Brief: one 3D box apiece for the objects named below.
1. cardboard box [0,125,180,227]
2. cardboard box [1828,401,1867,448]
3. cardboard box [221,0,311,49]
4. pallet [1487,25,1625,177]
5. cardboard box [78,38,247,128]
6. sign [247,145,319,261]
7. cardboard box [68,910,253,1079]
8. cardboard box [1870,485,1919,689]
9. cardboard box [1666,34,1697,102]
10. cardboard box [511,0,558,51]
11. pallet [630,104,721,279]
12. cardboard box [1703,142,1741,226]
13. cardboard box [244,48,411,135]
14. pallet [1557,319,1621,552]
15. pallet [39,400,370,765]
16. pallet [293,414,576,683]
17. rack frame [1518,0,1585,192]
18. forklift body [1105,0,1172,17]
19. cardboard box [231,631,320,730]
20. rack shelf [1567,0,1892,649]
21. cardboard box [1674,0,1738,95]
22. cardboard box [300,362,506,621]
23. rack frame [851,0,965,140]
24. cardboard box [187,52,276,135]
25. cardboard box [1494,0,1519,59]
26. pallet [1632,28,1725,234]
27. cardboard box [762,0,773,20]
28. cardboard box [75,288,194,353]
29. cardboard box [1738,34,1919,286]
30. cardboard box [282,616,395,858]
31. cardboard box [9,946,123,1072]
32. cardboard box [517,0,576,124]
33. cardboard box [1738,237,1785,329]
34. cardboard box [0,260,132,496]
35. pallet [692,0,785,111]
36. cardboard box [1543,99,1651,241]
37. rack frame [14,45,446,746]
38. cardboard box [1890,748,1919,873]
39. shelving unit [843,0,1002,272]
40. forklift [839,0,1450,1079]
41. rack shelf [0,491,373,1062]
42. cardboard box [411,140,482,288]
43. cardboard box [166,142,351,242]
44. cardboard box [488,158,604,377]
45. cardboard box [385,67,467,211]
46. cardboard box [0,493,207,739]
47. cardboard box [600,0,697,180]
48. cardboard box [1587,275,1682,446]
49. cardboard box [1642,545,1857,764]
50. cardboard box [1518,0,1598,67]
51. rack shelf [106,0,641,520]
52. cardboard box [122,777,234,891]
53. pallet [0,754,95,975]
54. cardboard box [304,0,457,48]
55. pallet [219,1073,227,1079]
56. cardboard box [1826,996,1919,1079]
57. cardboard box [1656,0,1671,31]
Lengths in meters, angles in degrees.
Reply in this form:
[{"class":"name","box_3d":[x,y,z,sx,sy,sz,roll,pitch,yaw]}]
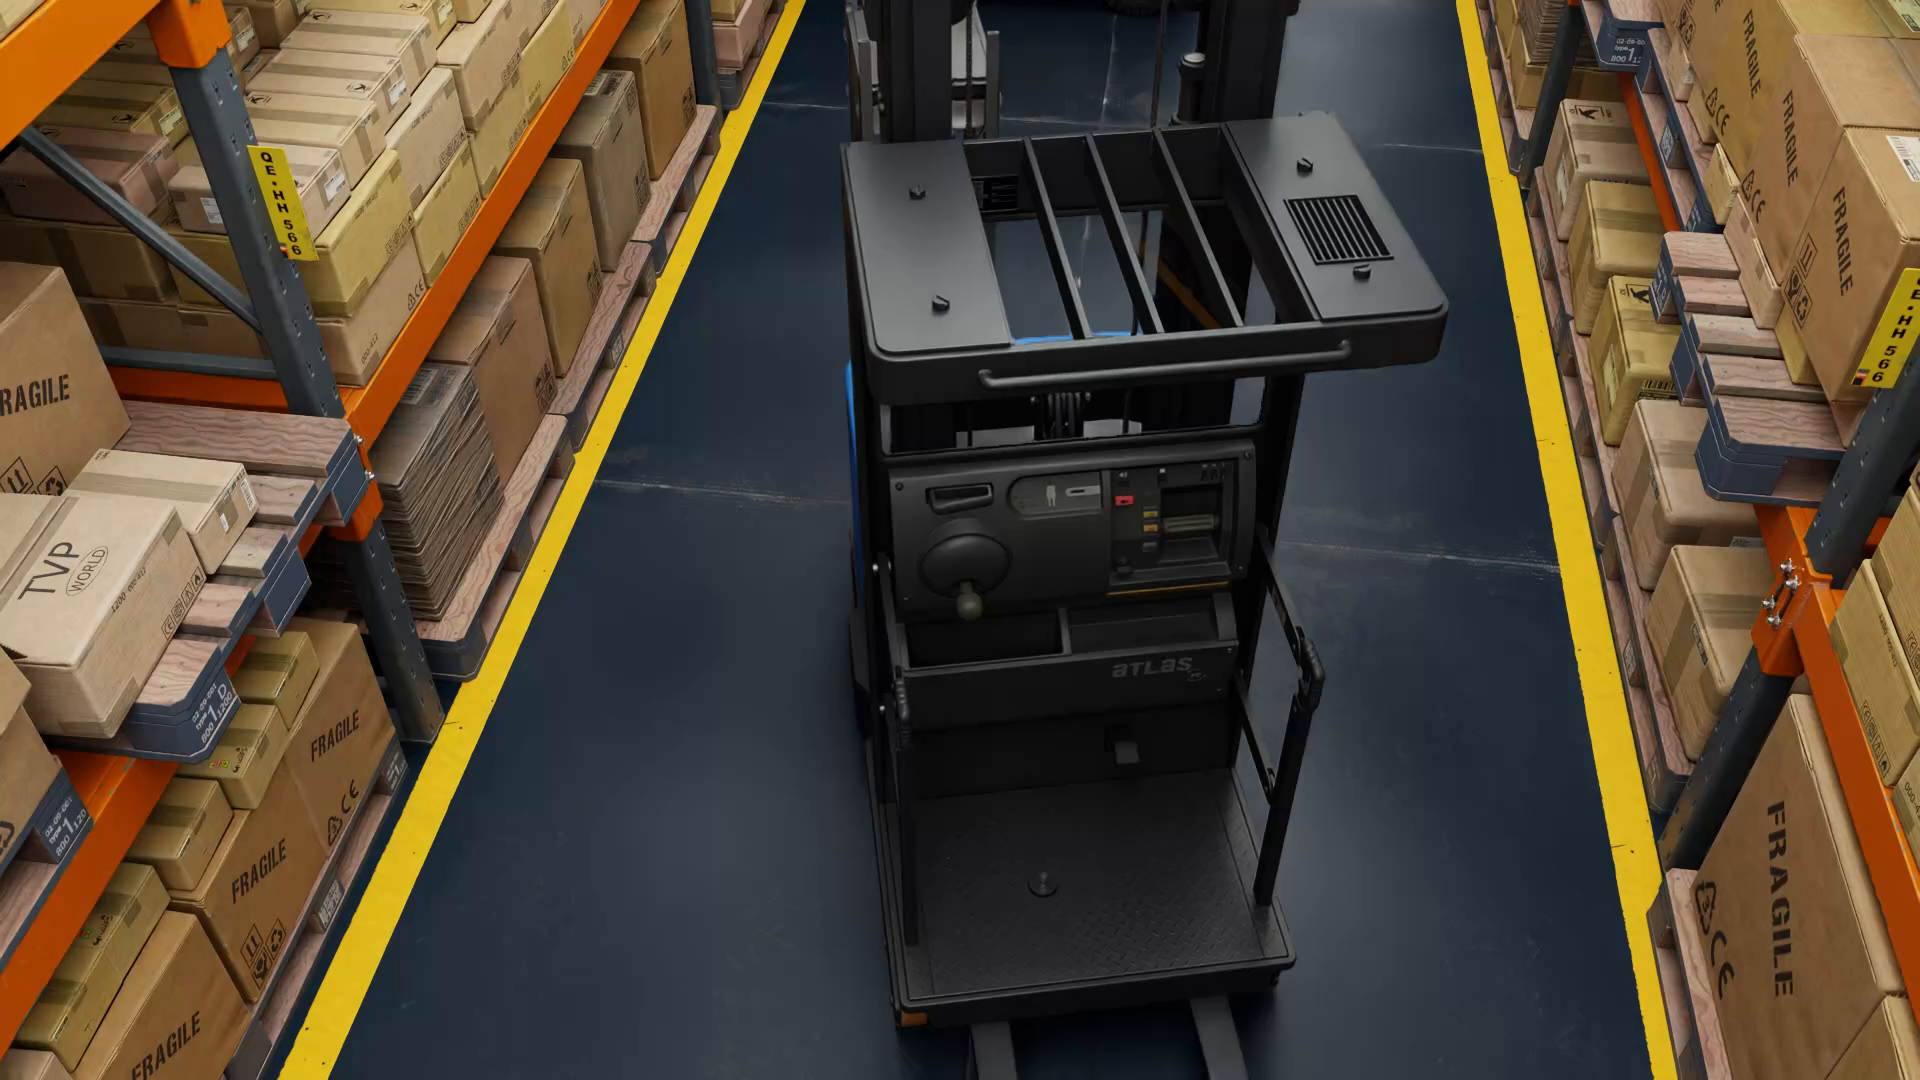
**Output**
[{"class":"cardboard box","box_3d":[-2.397,-1.004,4.585,0.380,0.149,0.250,7,44,7]},{"class":"cardboard box","box_3d":[2.491,-0.350,4.315,0.380,0.149,0.250,7,44,7]},{"class":"cardboard box","box_3d":[-2.303,-1.709,5.328,0.380,0.149,0.250,5,44,5]},{"class":"pallet","box_3d":[3.264,-2.218,8.439,1.003,0.211,1.213,5,44,6]},{"class":"cardboard box","box_3d":[-2.378,-1.364,4.964,0.380,0.149,0.250,5,44,5]},{"class":"sign","box_3d":[-1.700,-0.841,4.172,0.100,0.325,0.005,5,44,6]},{"class":"cardboard box","box_3d":[-2.225,1.267,4.242,0.500,0.500,0.500,7,44,7]},{"class":"cardboard box","box_3d":[2.370,0.152,3.653,0.500,0.250,0.500,5,44,5]},{"class":"cardboard box","box_3d":[2.624,-1.598,5.633,0.380,0.149,0.250,7,44,7]},{"class":"cardboard box","box_3d":[-1.741,-1.946,5.870,0.500,0.250,0.500,6,44,6]},{"class":"pallet","box_3d":[-1.769,-1.700,7.892,1.003,0.211,1.213,5,44,6]},{"class":"cardboard box","box_3d":[2.508,-1.075,5.081,0.380,0.149,0.250,6,44,6]},{"class":"cardboard box","box_3d":[-1.863,-1.314,4.912,0.380,0.149,0.250,6,44,7]},{"class":"pallet","box_3d":[2.950,-0.393,6.511,1.003,0.211,1.213,5,44,6]},{"class":"pallet","box_3d":[-2.259,0.045,4.160,1.213,0.211,1.003,5,44,6]},{"class":"pallet","box_3d":[-2.092,-0.037,6.136,1.003,0.211,1.213,5,44,6]},{"class":"rack frame","box_3d":[3.210,-2.770,6.994,1.000,3.000,0.127,5,44,6]},{"class":"forklift body","box_3d":[0.376,-4.178,9.098,2.313,2.155,1.214,5,44,6]},{"class":"cardboard box","box_3d":[-2.053,0.387,4.701,0.380,0.149,0.250,3,44,3]},{"class":"rack shelf","box_3d":[2.946,-1.146,5.802,1.077,0.370,4.000,5,44,6]},{"class":"cardboard box","box_3d":[2.662,-1.745,5.317,0.500,0.500,0.500,4,44,4]},{"class":"cardboard box","box_3d":[-2.143,-0.207,5.708,0.875,0.625,0.625,7,44,7]},{"class":"rack frame","box_3d":[-0.152,-0.994,5.772,0.400,2.100,0.015,-5,44,-5]},{"class":"cardboard box","box_3d":[-2.389,-1.300,5.186,0.500,0.250,0.500,6,44,6]},{"class":"cardboard box","box_3d":[3.082,-2.715,8.630,0.500,0.250,0.500,4,44,4]},{"class":"pallet","box_3d":[2.902,-1.327,5.609,1.003,0.211,1.213,5,44,6]},{"class":"cardboard box","box_3d":[-1.266,-3.020,8.952,0.500,0.250,0.500,4,44,5]},{"class":"cardboard box","box_3d":[-2.433,-0.768,4.988,0.500,0.250,0.500,4,44,5]},{"class":"cardboard box","box_3d":[2.523,-1.029,4.561,0.500,0.500,0.500,5,44,5]},{"class":"cardboard box","box_3d":[-2.082,0.570,4.979,0.500,0.500,0.500,6,44,7]},{"class":"cardboard box","box_3d":[-2.250,1.097,3.951,0.380,0.149,0.250,5,44,5]},{"class":"cardboard box","box_3d":[-1.735,-1.766,6.042,0.500,0.250,0.500,7,44,7]},{"class":"cardboard box","box_3d":[2.444,-0.715,4.701,0.380,0.149,0.250,5,44,5]},{"class":"cardboard box","box_3d":[-2.462,-0.345,4.054,0.500,0.500,0.500,7,44,7]},{"class":"pallet","box_3d":[-1.564,-2.744,8.995,1.003,0.211,1.213,5,44,6]},{"class":"cardboard box","box_3d":[3.143,-1.611,7.375,0.950,0.372,0.625,6,44,6]},{"class":"rack frame","box_3d":[-2.239,-0.493,4.589,1.000,3.000,0.127,5,44,6]},{"class":"cardboard box","box_3d":[2.317,0.673,3.467,0.500,0.250,0.500,4,44,4]},{"class":"shelving unit","box_3d":[-0.121,-0.827,5.597,0.431,2.100,0.503,-5,44,-5]},{"class":"forklift","box_3d":[0.320,0.065,4.049,1.130,2.935,3.031,-5,44,-5]},{"class":"rack shelf","box_3d":[-2.504,1.132,3.396,1.077,0.370,4.000,5,44,6]},{"class":"cardboard box","box_3d":[-1.867,-1.061,5.298,0.500,0.250,0.500,4,44,5]},{"class":"cardboard box","box_3d":[-1.905,-0.955,4.532,0.380,0.149,0.250,6,44,7]},{"class":"cardboard box","box_3d":[-1.976,-1.111,6.664,0.875,0.625,0.625,4,44,4]},{"class":"cardboard box","box_3d":[-1.871,-1.241,5.124,0.500,0.250,0.500,7,44,7]},{"class":"cardboard box","box_3d":[-2.058,0.158,3.705,0.500,0.250,0.500,3,44,4]},{"class":"cardboard box","box_3d":[-1.768,-2.152,7.763,0.875,0.625,0.625,7,44,7]},{"class":"cardboard box","box_3d":[2.961,-0.646,6.357,0.950,0.372,0.625,7,44,7]},{"class":"cardboard box","box_3d":[2.766,0.374,5.280,0.950,0.372,0.625,3,43,3]},{"class":"cardboard box","box_3d":[3.022,-2.624,7.989,0.500,0.500,0.500,5,44,5]},{"class":"rack shelf","box_3d":[-1.975,-1.594,6.275,1.077,0.370,4.000,5,44,6]},{"class":"cardboard box","box_3d":[-2.137,0.751,4.316,0.380,0.149,0.250,4,44,4]},{"class":"pallet","box_3d":[-2.492,0.903,3.254,1.003,0.211,1.213,5,44,6]},{"class":"cardboard box","box_3d":[-1.837,-1.668,5.285,0.380,0.149,0.250,6,44,6]},{"class":"pallet","box_3d":[-2.539,1.855,4.138,1.003,0.211,1.213,5,44,6]},{"class":"cardboard box","box_3d":[2.386,1.646,3.570,0.875,0.875,0.875,6,44,6]},{"class":"cardboard box","box_3d":[2.745,-1.942,5.997,0.380,0.149,0.250,6,44,6]}]
